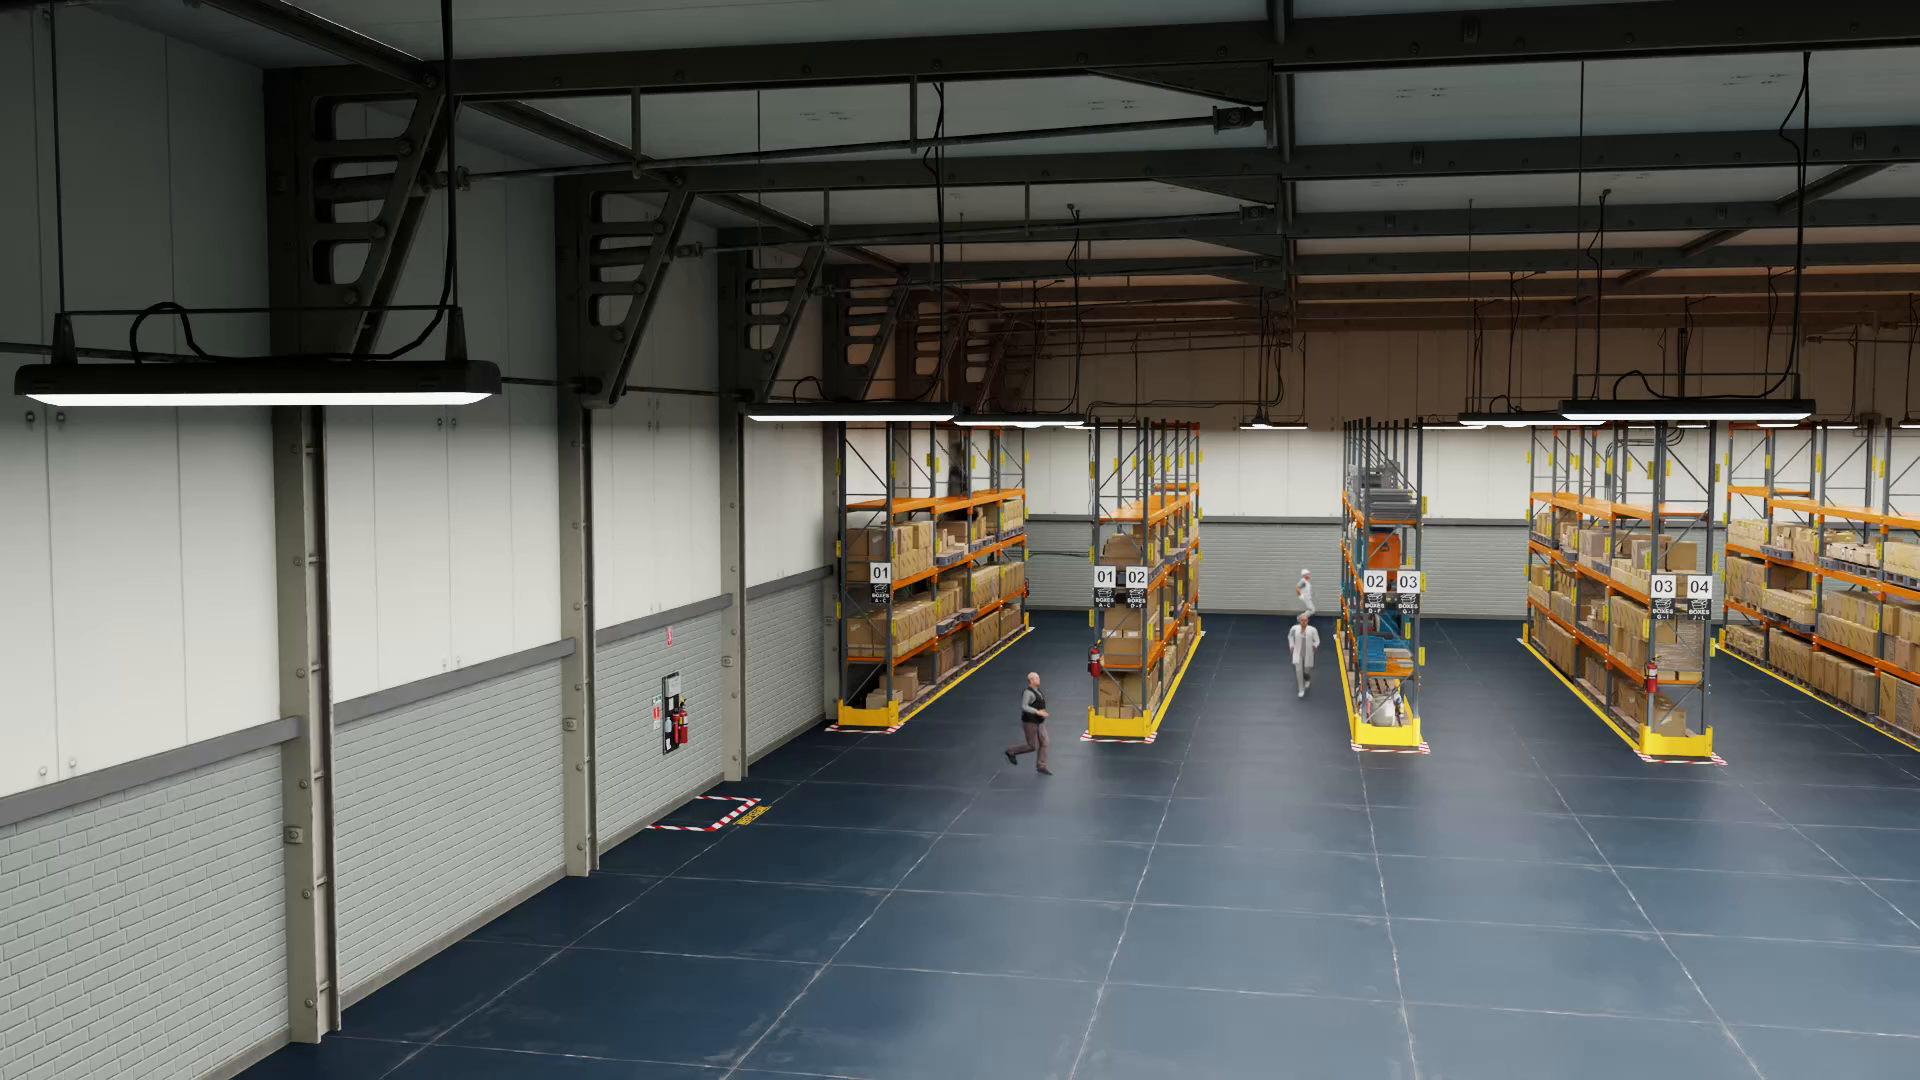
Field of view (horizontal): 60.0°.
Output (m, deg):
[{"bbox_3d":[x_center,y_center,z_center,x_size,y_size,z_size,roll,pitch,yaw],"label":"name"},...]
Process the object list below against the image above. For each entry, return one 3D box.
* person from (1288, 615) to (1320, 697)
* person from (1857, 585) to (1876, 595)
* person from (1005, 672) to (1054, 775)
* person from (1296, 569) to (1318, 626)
[{"bbox_3d":[7.494,2.498,36.278,0.690,1.760,0.958,1,4,15],"label":"person"},{"bbox_3d":[24.537,2.007,44.551,0.998,1.709,0.713,0,4,4],"label":"person"},{"bbox_3d":[1.178,3.082,27.911,0.853,1.732,0.668,2,4,26],"label":"person"},{"bbox_3d":[10.063,1.724,48.160,0.582,1.742,0.656,1,4,22],"label":"person"}]
